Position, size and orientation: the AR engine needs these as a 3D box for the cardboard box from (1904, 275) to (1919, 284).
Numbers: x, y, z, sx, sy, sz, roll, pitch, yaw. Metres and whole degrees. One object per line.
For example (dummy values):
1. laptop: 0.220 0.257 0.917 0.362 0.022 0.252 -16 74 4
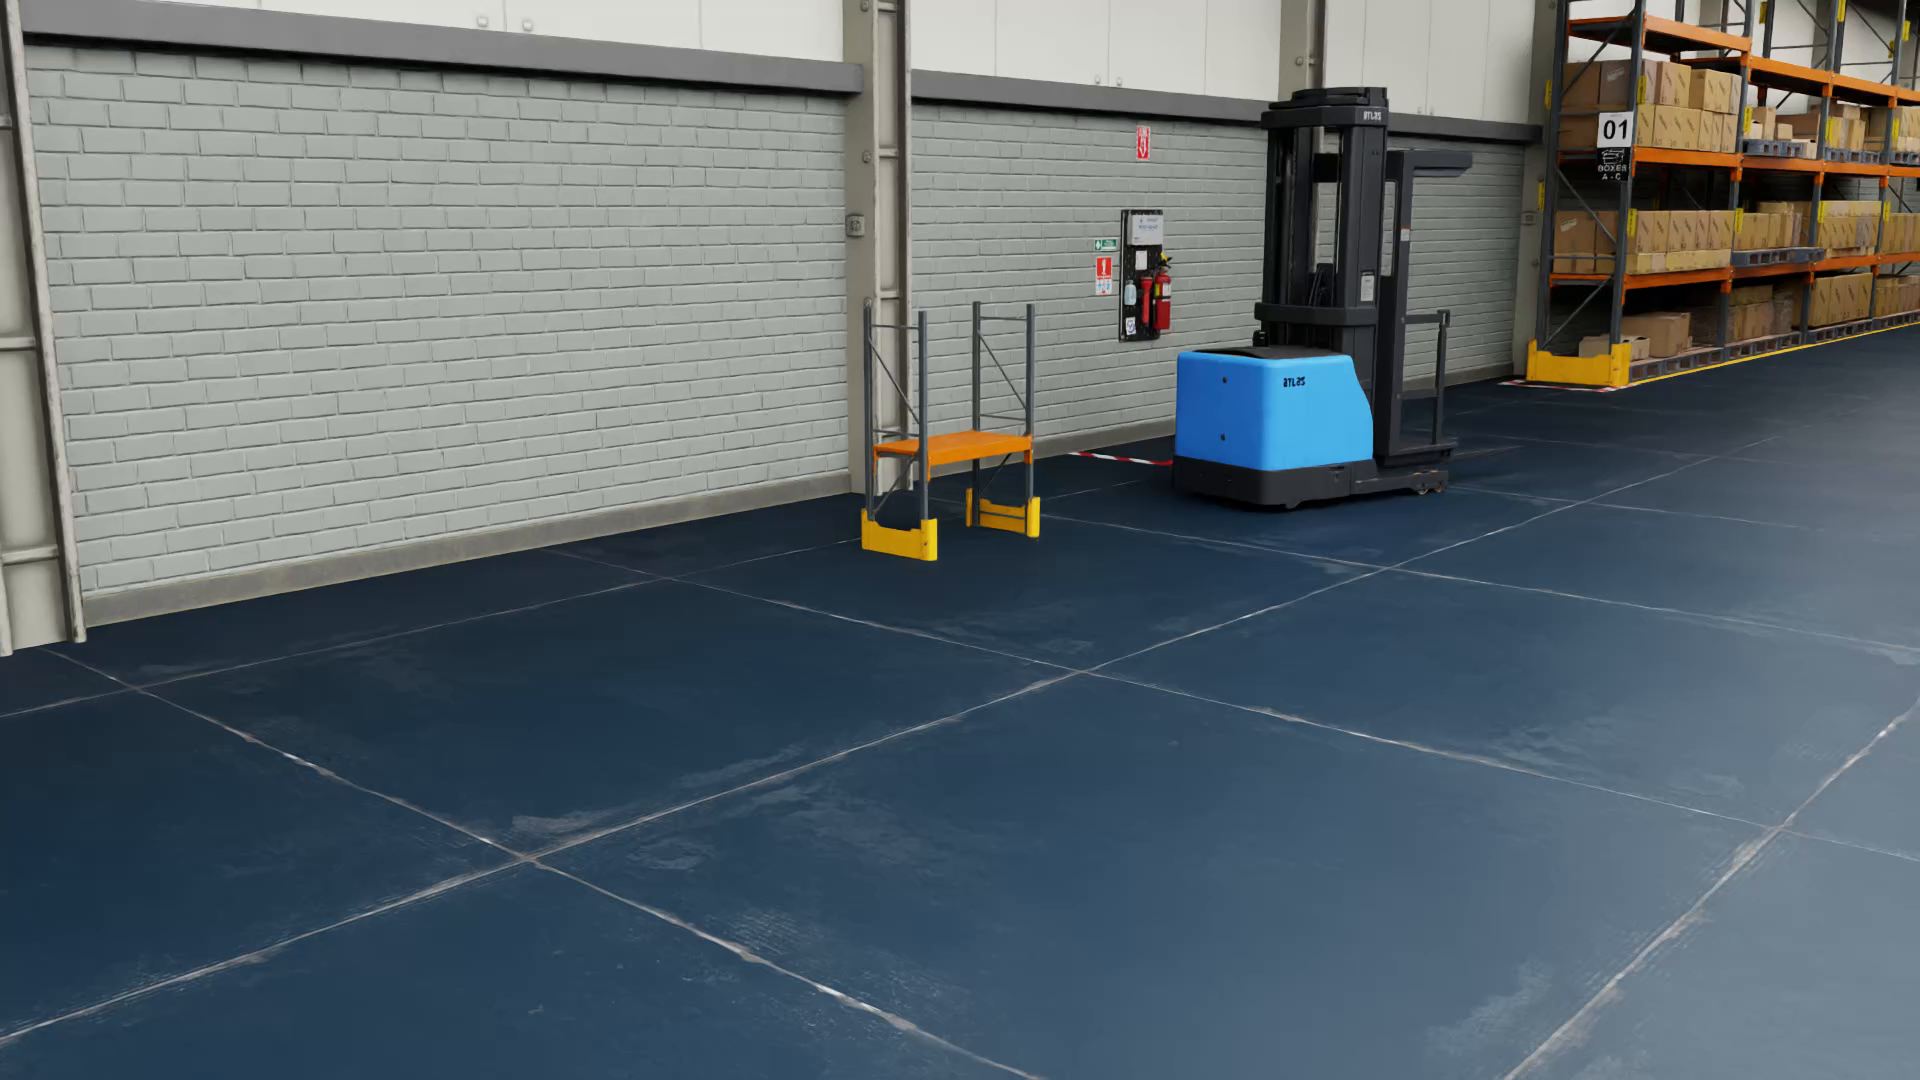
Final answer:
1. cardboard box: 17.740 -4.890 31.191 0.380 0.149 0.250 10 15 40

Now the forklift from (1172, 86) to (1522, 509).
1. forklift: 3.075 -1.854 12.512 3.031 2.935 1.130 -8 14 -34

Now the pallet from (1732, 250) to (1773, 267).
1. pallet: 10.767 -3.985 23.492 1.003 0.211 1.213 10 15 40

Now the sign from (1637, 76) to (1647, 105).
1. sign: 7.920 -5.226 19.328 0.100 0.325 0.005 10 15 40

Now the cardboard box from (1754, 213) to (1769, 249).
1. cardboard box: 11.300 -4.502 24.217 0.500 0.500 0.700 -10 15 -40

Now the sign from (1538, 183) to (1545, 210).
1. sign: 7.109 -4.194 20.288 0.100 0.325 0.005 10 15 40

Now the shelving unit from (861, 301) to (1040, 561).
1. shelving unit: -0.050 -0.724 10.508 0.587 1.500 1.083 10 15 40

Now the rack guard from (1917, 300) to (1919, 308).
1. rack guard: 18.090 -4.528 32.107 1.175 0.500 0.348 10 15 40

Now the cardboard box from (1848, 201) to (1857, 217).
1. cardboard box: 14.300 -5.409 27.152 0.500 0.250 0.500 9 15 39

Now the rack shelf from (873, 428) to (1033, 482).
1. rack shelf: -0.056 -0.547 10.537 0.538 0.185 1.000 10 15 40

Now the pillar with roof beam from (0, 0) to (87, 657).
1. pillar with roof beam: -1.323 -3.348 4.500 9.100 9.000 0.400 10 15 40

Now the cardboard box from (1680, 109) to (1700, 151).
1. cardboard box: 8.980 -5.176 21.003 0.500 0.500 0.500 11 16 44

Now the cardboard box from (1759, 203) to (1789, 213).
1. cardboard box: 12.387 -5.052 25.315 0.380 0.149 0.250 7 13 31

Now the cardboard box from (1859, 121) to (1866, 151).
1. cardboard box: 14.770 -6.782 27.974 0.700 0.500 0.500 9 14 37

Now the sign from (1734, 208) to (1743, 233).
1. sign: 10.566 -4.341 22.574 0.100 0.325 0.005 10 15 40

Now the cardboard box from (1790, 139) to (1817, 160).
1. cardboard box: 12.521 -5.870 24.959 0.500 0.311 0.500 10 15 40

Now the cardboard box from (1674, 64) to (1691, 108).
1. cardboard box: 8.648 -5.586 20.503 0.500 0.500 0.500 10 15 42

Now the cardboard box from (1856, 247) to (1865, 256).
1. cardboard box: 14.939 -4.843 27.892 0.380 0.149 0.250 10 15 40

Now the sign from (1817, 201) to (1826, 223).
1. sign: 13.207 -5.034 25.501 0.100 0.325 0.005 10 15 40

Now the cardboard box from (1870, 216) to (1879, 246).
1. cardboard box: 15.319 -5.266 28.354 0.500 0.500 0.500 9 15 39

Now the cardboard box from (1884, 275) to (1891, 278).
1. cardboard box: 17.286 -4.902 31.252 0.380 0.149 0.250 10 15 40

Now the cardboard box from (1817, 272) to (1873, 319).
1. cardboard box: 15.102 -4.201 28.504 0.750 0.750 0.750 10 15 41

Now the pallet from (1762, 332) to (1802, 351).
1. pallet: 12.277 -3.091 25.650 1.003 0.211 1.213 10 15 40

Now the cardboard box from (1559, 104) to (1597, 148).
1. cardboard box: 7.598 -5.020 20.224 0.500 0.500 0.500 -11 16 -43

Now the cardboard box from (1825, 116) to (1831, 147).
1. cardboard box: 13.381 -6.473 26.423 0.700 0.500 0.500 9 14 37

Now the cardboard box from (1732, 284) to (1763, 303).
1. cardboard box: 11.598 -3.666 24.754 0.500 0.250 0.500 10 15 40

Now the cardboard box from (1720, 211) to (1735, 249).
1. cardboard box: 10.073 -4.179 22.396 0.500 0.500 0.500 10 15 40

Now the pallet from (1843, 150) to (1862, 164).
1. pallet: 13.915 -6.218 27.010 1.003 0.211 1.213 11 16 43

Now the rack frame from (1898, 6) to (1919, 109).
1. rack frame: 18.074 -8.692 31.257 1.000 3.000 0.127 10 15 40

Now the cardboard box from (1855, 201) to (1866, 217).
1. cardboard box: 14.636 -5.484 27.527 0.500 0.250 0.500 10 15 41

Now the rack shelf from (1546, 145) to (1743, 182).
1. rack shelf: 8.833 -4.809 21.308 1.077 0.370 4.000 10 15 40

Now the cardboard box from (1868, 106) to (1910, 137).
1. cardboard box: 16.115 -7.251 28.838 0.500 0.500 0.500 10 15 40

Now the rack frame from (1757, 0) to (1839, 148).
1. rack frame: 12.793 -7.515 25.364 1.000 3.000 0.127 10 15 40

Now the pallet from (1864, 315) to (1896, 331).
1. pallet: 15.995 -3.896 29.680 1.003 0.211 1.213 10 15 40

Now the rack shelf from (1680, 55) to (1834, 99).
1. rack shelf: 11.473 -6.672 24.000 1.077 0.370 4.000 10 15 40

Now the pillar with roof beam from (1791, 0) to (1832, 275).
1. pillar with roof beam: 18.480 -7.762 26.599 9.100 9.000 0.400 10 15 40

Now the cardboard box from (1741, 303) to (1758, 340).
1. cardboard box: 11.297 -3.238 24.522 0.700 0.500 0.500 10 15 41

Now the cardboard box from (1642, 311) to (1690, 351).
1. cardboard box: 9.498 -2.817 22.416 0.500 0.500 0.500 8 14 36

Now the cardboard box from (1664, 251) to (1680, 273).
1. cardboard box: 8.746 -3.516 20.988 0.500 0.250 0.500 9 15 39

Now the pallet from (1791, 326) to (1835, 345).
1. pallet: 13.371 -3.312 26.756 1.003 0.211 1.213 10 15 40

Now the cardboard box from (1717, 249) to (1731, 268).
1. cardboard box: 10.068 -3.812 22.472 0.500 0.250 0.500 10 15 40

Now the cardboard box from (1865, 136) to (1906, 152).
1. cardboard box: 16.088 -6.882 28.906 0.500 0.250 0.500 10 15 40

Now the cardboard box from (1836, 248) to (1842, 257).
1. cardboard box: 14.189 -4.706 27.203 0.380 0.149 0.250 10 15 41

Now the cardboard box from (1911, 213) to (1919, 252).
1. cardboard box: 17.273 -5.713 30.889 0.980 0.700 0.700 10 15 40

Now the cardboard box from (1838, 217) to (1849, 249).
1. cardboard box: 13.987 -4.965 26.847 0.500 0.500 0.500 10 15 40

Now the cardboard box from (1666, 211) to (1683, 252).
1. cardboard box: 8.733 -3.879 20.889 0.500 0.500 0.500 9 14 39

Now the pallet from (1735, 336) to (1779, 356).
1. pallet: 11.471 -2.913 24.755 1.003 0.211 1.213 10 15 40

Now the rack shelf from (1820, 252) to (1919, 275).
1. rack shelf: 16.754 -5.103 30.441 1.077 0.370 4.000 10 15 40

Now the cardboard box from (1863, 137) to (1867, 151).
1. cardboard box: 15.709 -6.945 29.223 0.500 0.250 0.500 10 15 41

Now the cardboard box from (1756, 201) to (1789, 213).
1. cardboard box: 12.898 -5.246 26.339 0.500 0.250 0.500 10 15 42

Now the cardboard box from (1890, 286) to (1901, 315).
1. cardboard box: 16.679 -4.388 30.330 0.700 0.500 0.500 10 15 42

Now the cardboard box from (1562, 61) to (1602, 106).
1. cardboard box: 7.601 -5.514 20.142 0.500 0.500 0.500 11 15 43

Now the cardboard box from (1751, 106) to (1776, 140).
1. cardboard box: 11.388 -5.962 23.919 0.500 0.500 0.500 9 14 38

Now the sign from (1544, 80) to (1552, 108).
1. sign: 7.109 -5.376 20.052 0.100 0.325 0.005 10 15 40

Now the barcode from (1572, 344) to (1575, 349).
1. barcode: 7.748 -2.443 21.001 0.001 0.075 0.075 10 15 40
